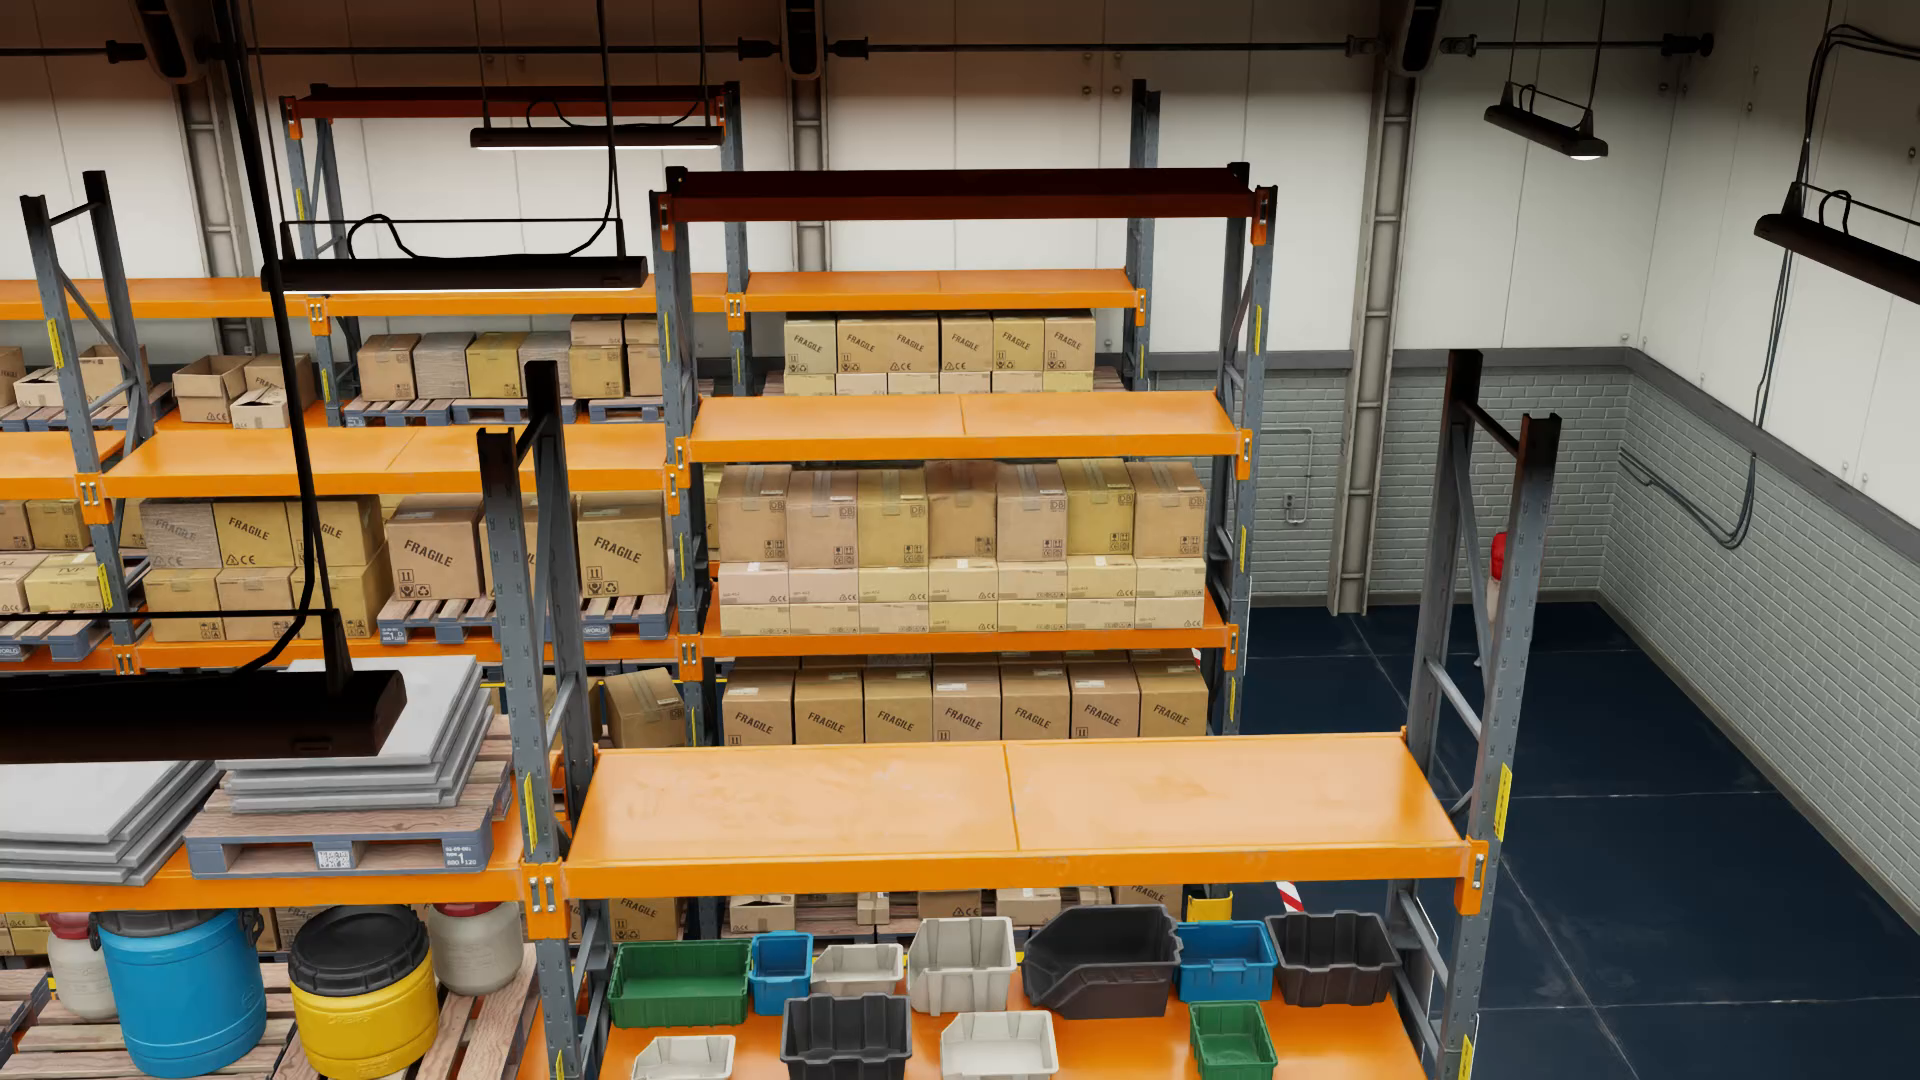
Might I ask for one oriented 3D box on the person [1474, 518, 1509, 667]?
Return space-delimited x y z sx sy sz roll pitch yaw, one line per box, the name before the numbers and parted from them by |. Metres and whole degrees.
person | 5.871 0.487 17.662 0.540 1.686 0.858 16 27 34
